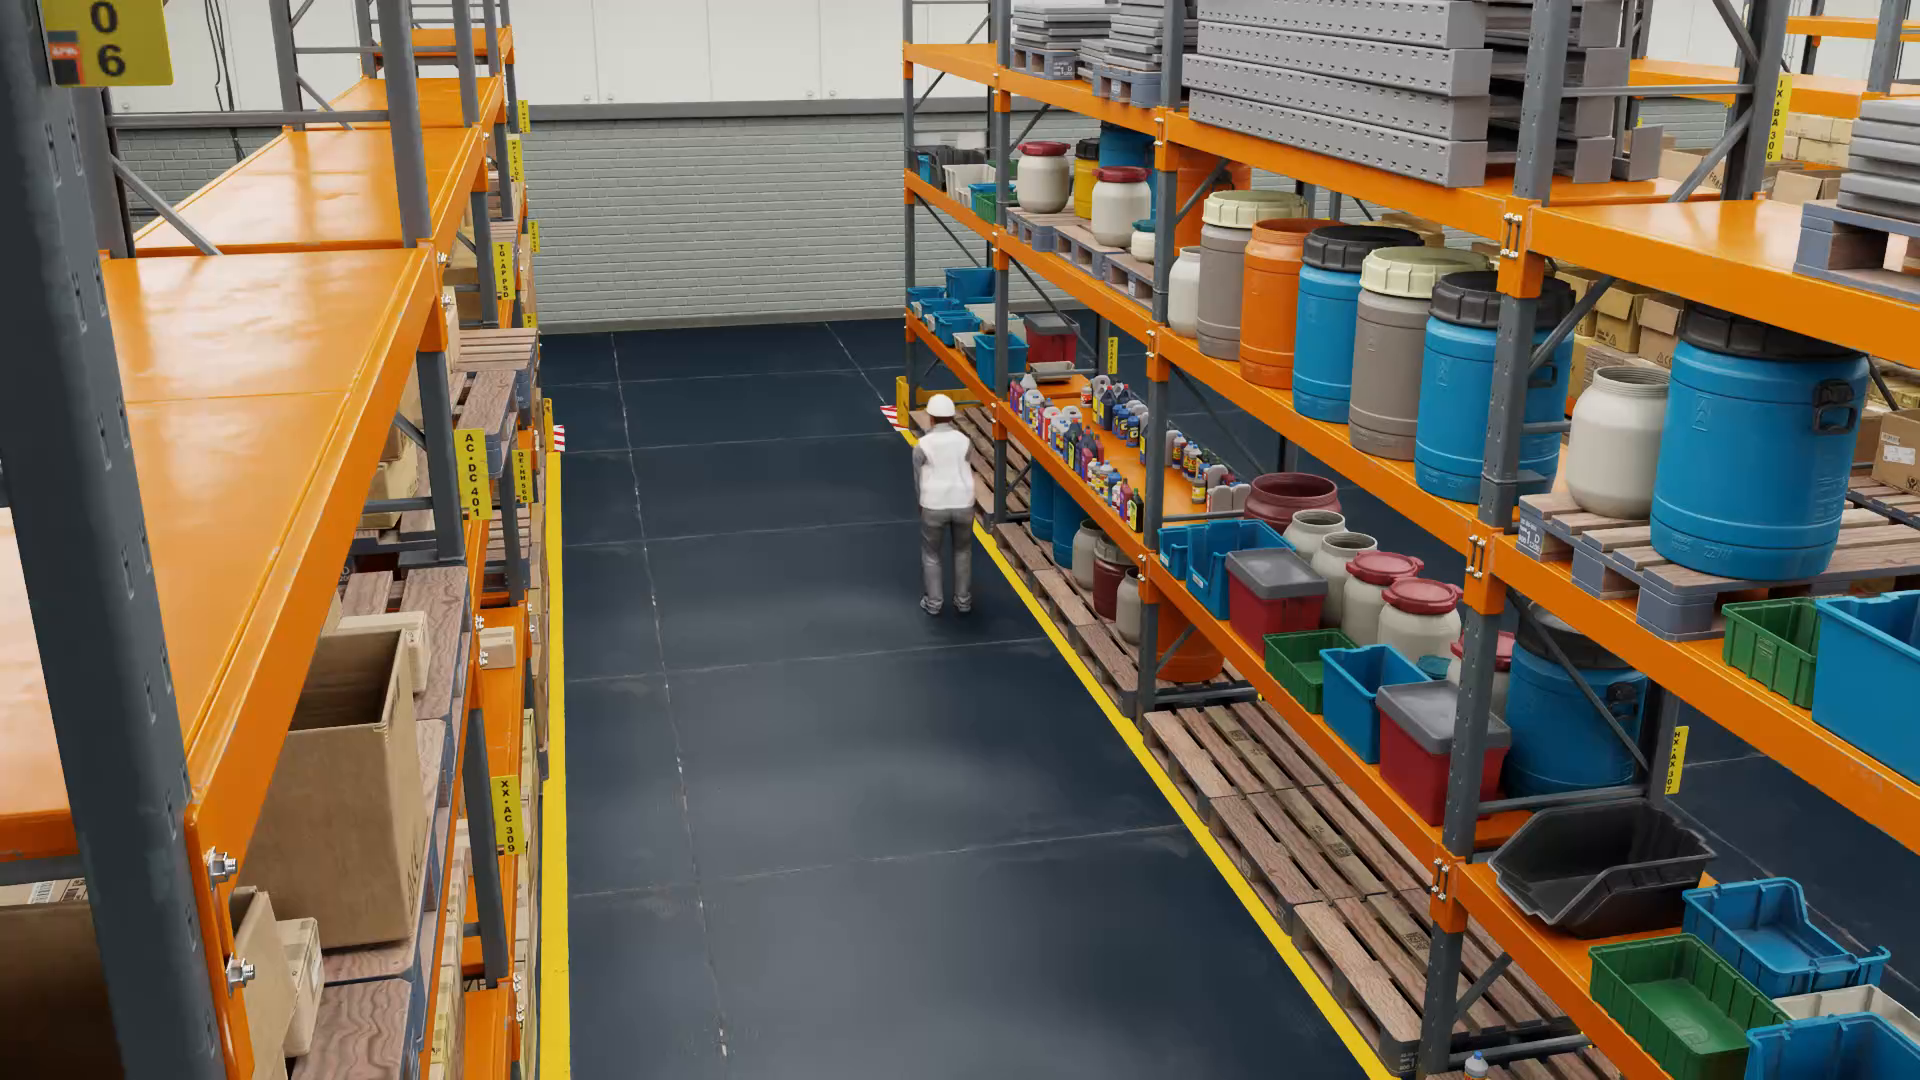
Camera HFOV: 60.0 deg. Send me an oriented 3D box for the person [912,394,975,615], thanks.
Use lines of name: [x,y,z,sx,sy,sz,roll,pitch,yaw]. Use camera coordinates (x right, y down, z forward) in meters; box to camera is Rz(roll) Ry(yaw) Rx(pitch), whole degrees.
person: [-0.140,-0.296,13.215,0.484,1.756,0.584,-5,20,-13]
